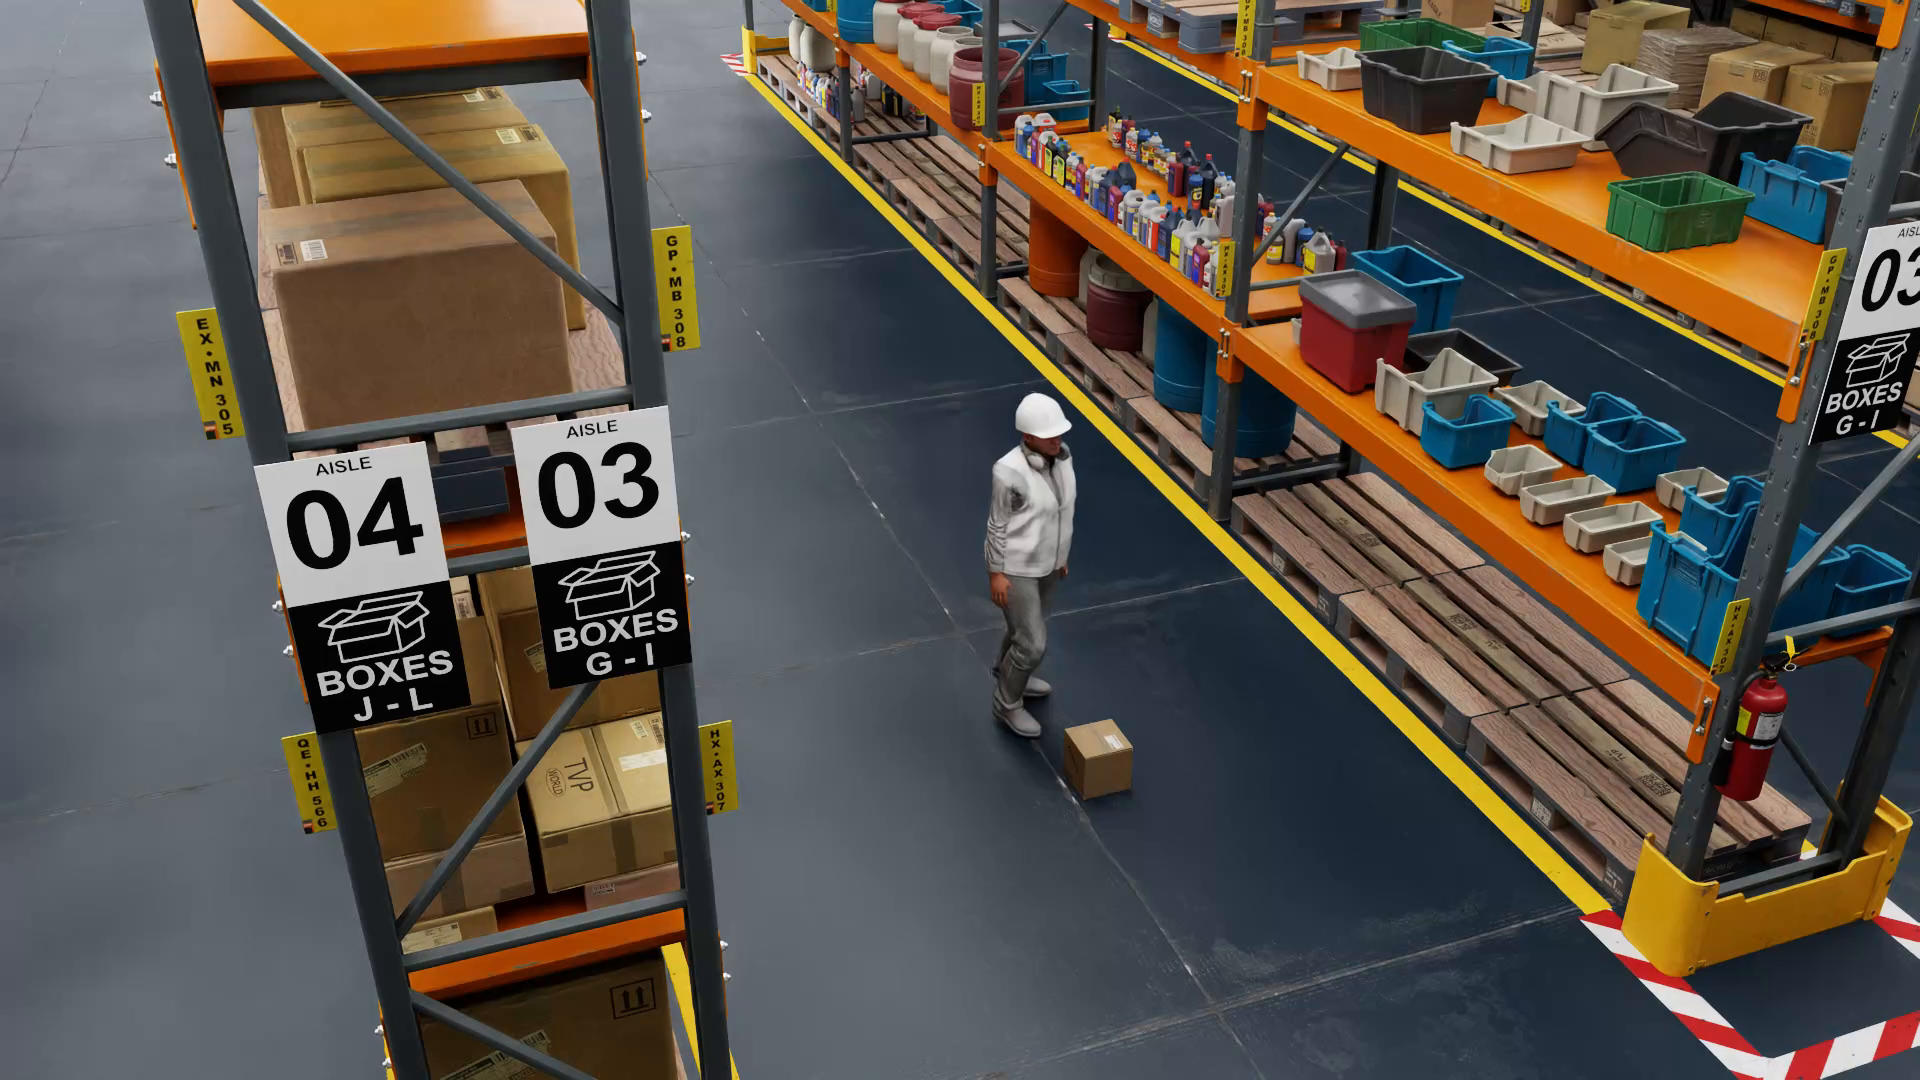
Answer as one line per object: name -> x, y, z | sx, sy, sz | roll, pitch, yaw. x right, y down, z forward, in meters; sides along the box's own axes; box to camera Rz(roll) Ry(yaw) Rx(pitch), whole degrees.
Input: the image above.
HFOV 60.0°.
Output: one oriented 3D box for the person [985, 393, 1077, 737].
person -> 0.332, 0.080, 8.136 | 0.489, 1.762, 0.557 | 23, 37, 35
